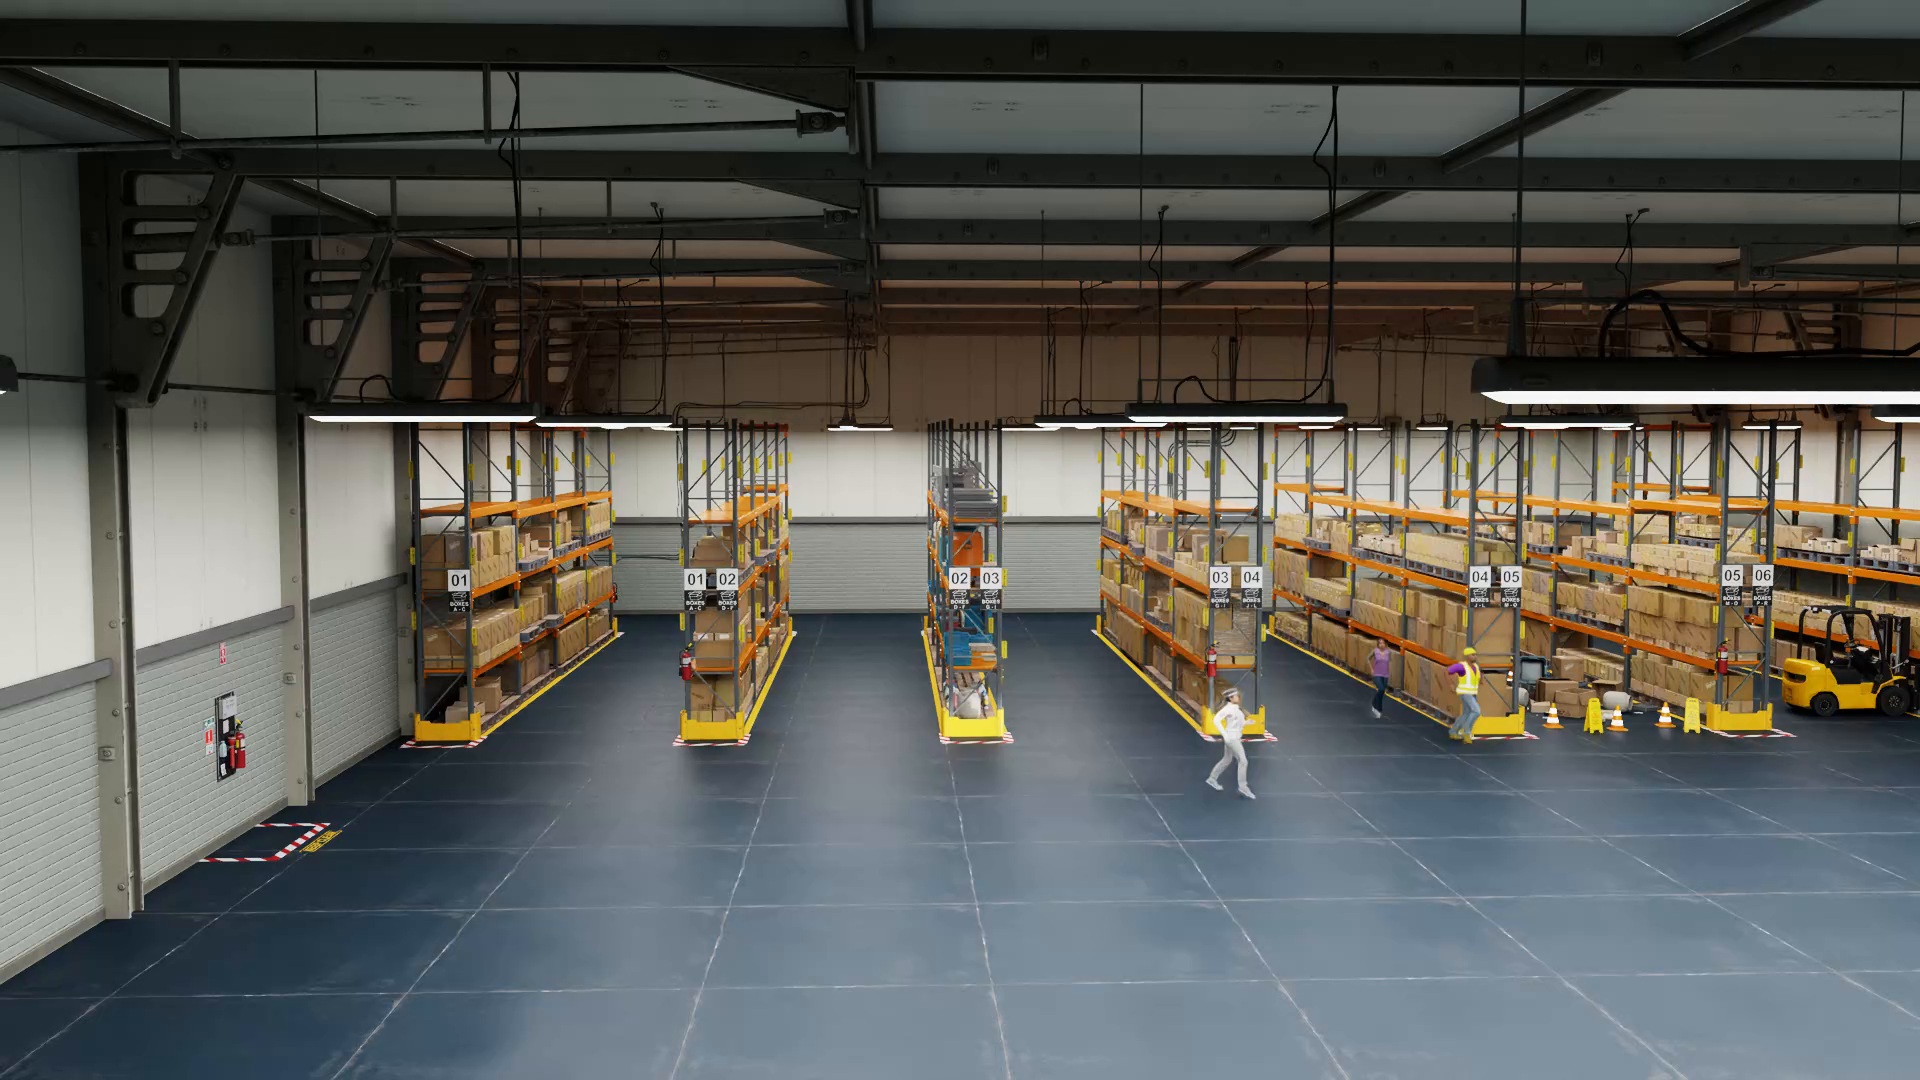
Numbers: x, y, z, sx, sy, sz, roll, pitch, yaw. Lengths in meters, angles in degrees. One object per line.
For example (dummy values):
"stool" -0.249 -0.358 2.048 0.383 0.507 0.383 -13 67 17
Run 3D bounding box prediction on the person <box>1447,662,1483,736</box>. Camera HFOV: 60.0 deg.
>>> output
"person" 9.437 2.952 30.849 0.643 1.392 0.679 -4 5 -45

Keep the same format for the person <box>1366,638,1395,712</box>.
"person" 8.505 2.708 33.562 0.507 1.487 0.707 -1 4 -8

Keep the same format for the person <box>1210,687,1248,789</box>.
"person" 4.247 3.109 26.299 0.653 1.595 0.376 1 4 18
